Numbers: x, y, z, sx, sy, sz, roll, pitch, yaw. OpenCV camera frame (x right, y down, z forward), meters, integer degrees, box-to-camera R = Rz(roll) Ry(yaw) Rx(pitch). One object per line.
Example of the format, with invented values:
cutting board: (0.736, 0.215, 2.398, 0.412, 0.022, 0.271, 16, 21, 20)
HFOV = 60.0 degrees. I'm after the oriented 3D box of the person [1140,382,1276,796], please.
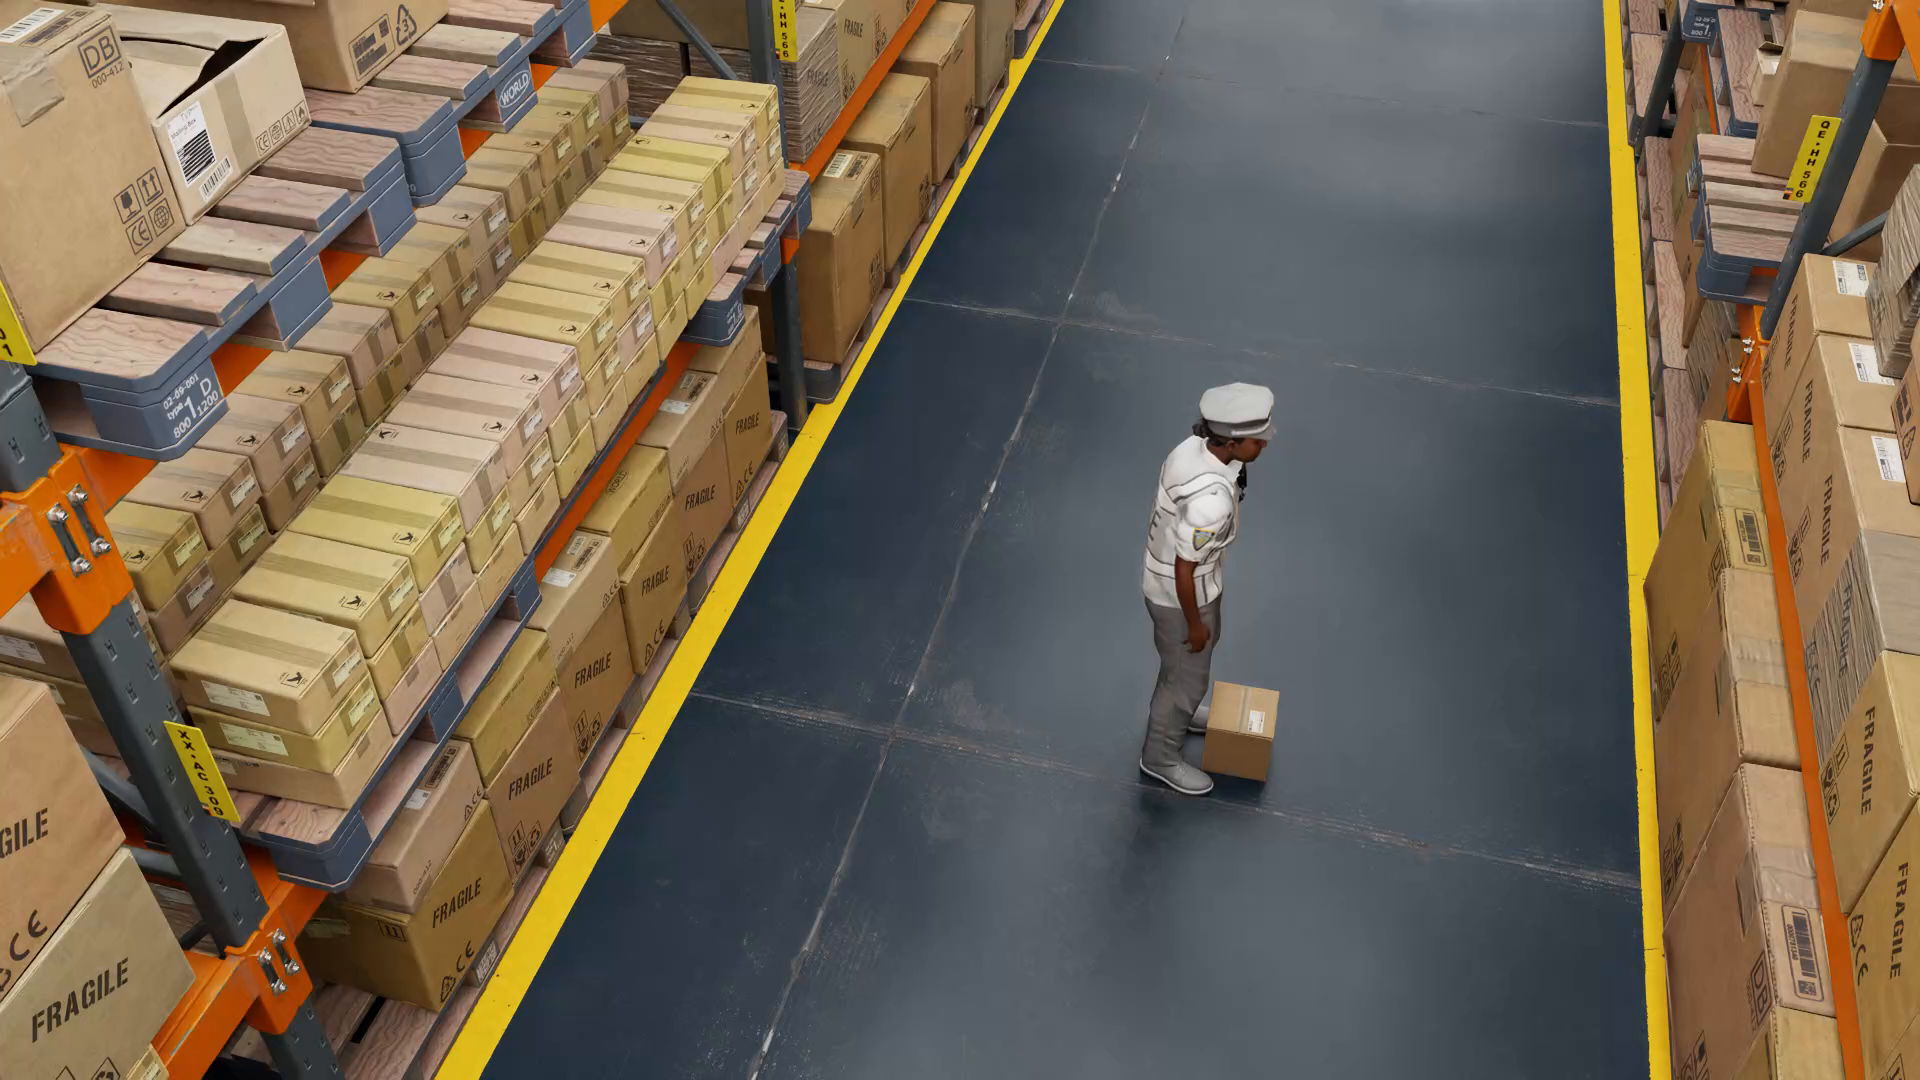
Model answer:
person: (0.844, 0.169, 5.966, 0.397, 1.659, 0.528, 8, 42, 9)
